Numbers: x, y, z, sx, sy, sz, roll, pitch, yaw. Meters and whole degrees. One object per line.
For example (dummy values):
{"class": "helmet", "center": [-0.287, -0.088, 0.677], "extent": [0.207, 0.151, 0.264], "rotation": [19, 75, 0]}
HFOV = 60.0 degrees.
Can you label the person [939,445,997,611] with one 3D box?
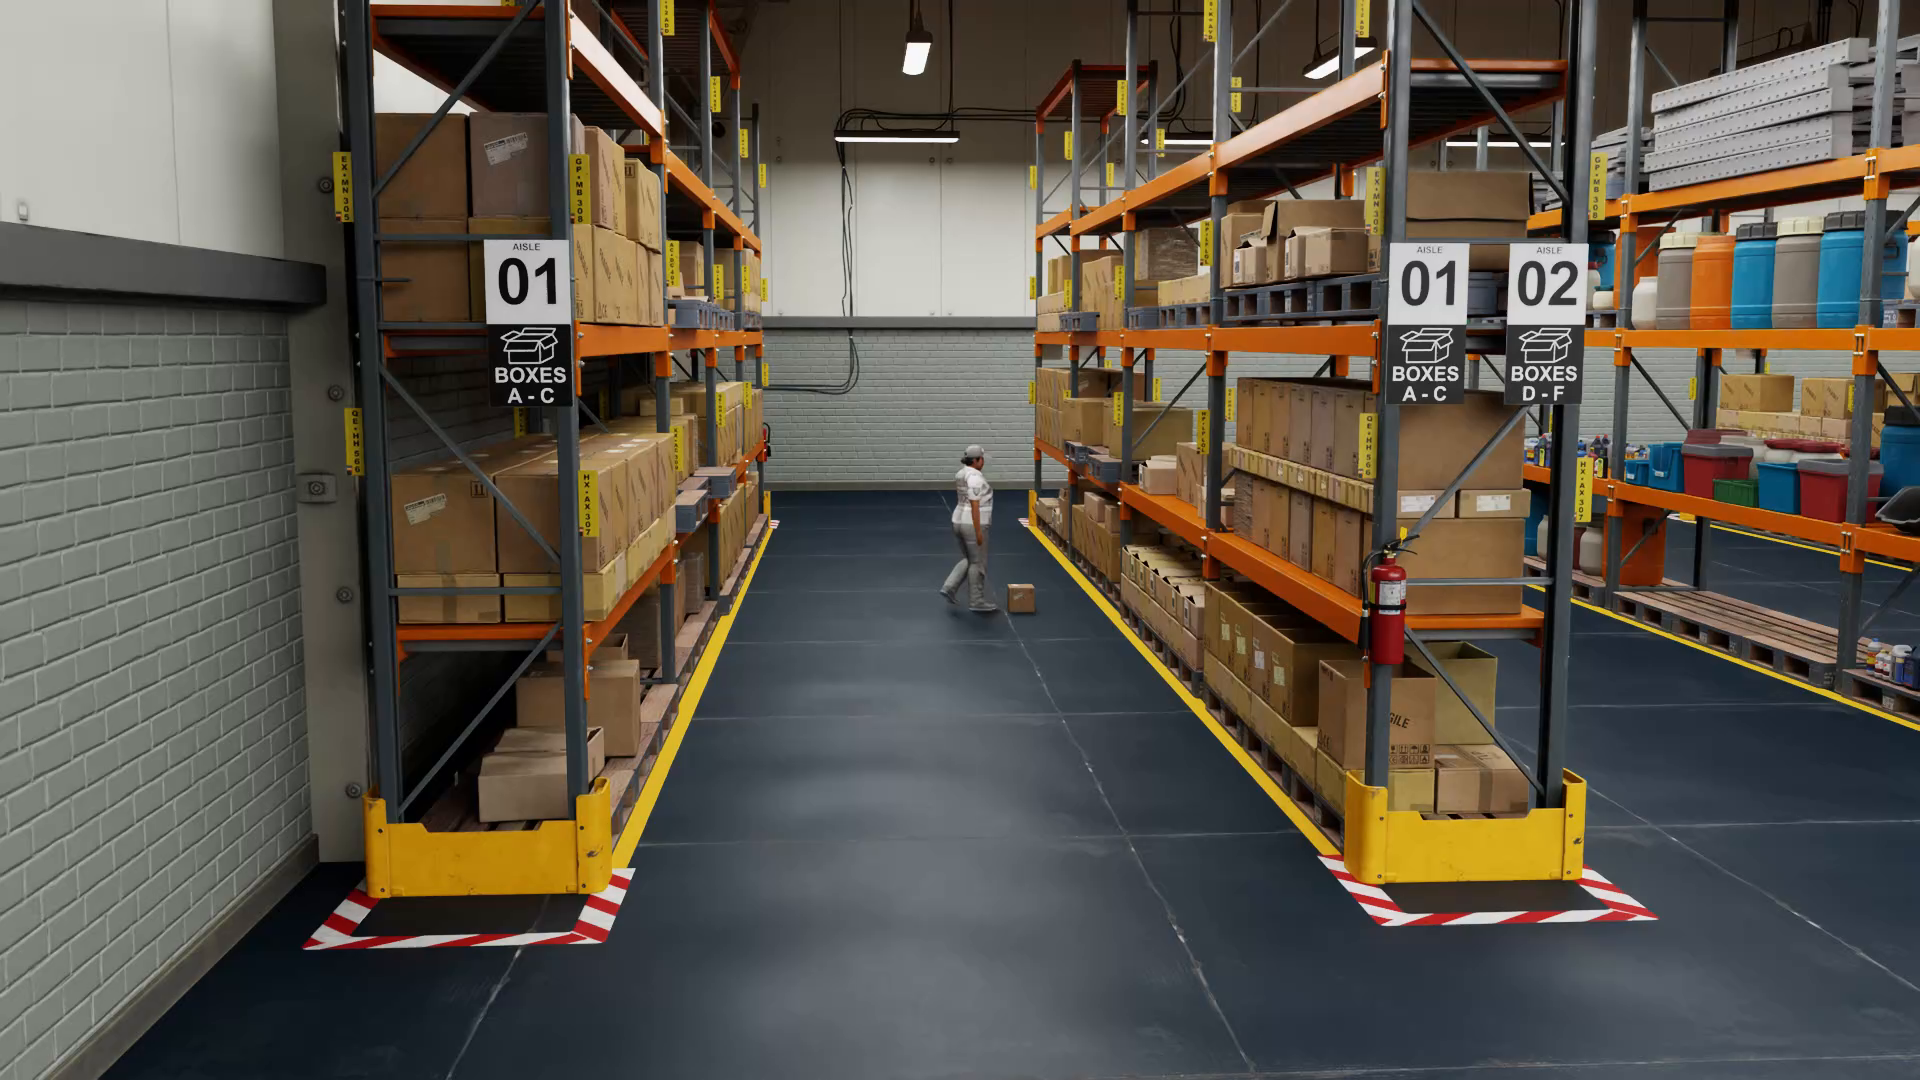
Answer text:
{"class": "person", "center": [0.093, -0.122, 16.626], "extent": [0.550, 1.663, 0.488], "rotation": [-3, 7, -21]}
